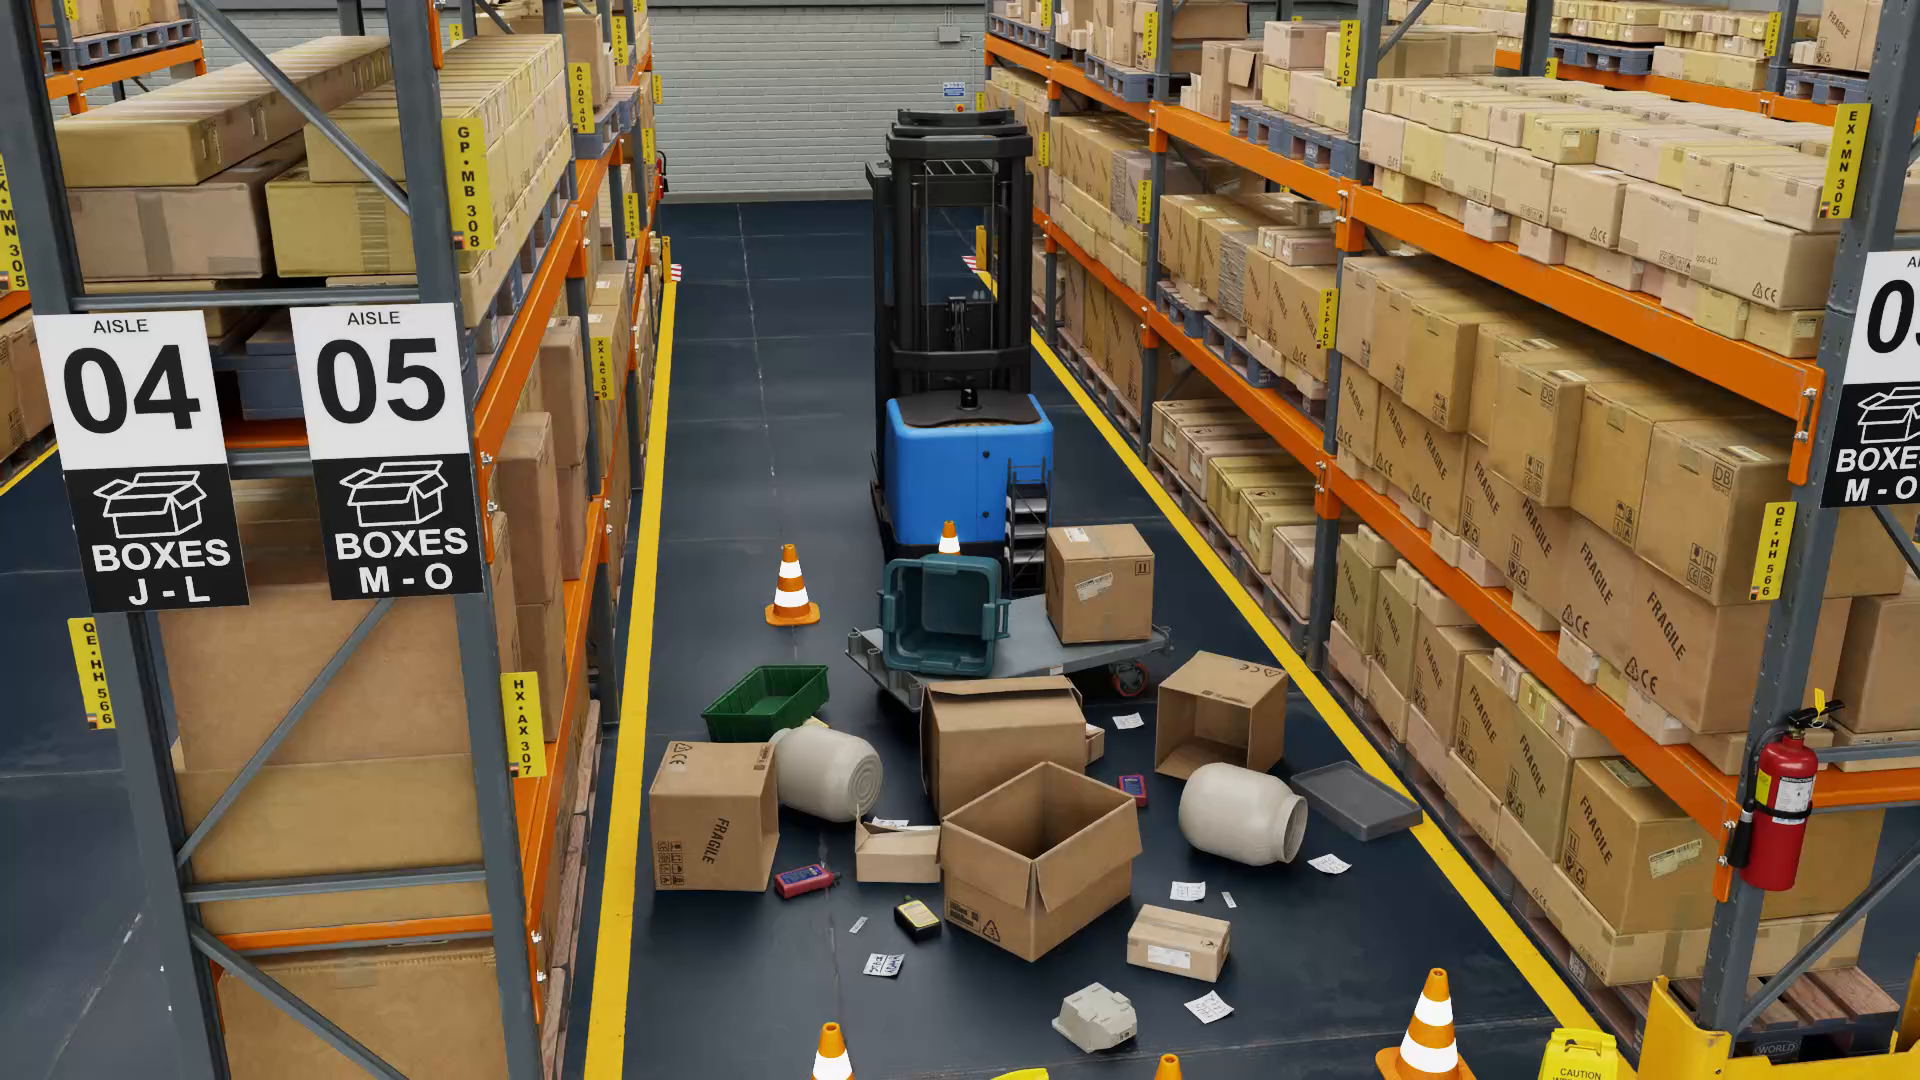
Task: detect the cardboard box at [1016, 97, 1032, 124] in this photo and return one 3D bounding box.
[{"bbox_3d":[0.887,-4.465,17.813,0.500,0.500,0.500,-3,21,-7],"label":"cardboard box"}]

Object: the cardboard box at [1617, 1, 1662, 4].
[{"bbox_3d":[6.550,-5.099,15.985,0.380,0.149,0.250,-3,21,-9],"label":"cardboard box"}]

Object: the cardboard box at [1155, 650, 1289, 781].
[{"bbox_3d":[1.337,0.930,8.507,0.500,0.500,0.500,12,24,29],"label":"cardboard box"}]

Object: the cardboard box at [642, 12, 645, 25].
[{"bbox_3d":[-3.620,-5.617,17.681,0.500,0.250,0.500,-3,21,-7],"label":"cardboard box"}]

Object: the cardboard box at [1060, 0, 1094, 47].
[{"bbox_3d":[1.216,-4.778,15.191,0.500,0.500,0.500,-3,21,-9],"label":"cardboard box"}]

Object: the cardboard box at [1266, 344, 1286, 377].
[{"bbox_3d":[2.089,-1.102,10.138,0.380,0.149,0.250,-3,21,-9],"label":"cardboard box"}]

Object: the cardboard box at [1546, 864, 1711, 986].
[{"bbox_3d":[2.720,1.523,6.682,0.500,0.250,0.500,-3,21,-8],"label":"cardboard box"}]

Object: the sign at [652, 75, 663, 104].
[{"bbox_3d":[-3.532,-5.261,19.407,0.100,0.325,0.005,-3,21,-8],"label":"sign"}]

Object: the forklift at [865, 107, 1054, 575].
[{"bbox_3d":[-0.078,-1.592,11.789,1.130,2.935,3.031,-3,21,-7],"label":"forklift"}]

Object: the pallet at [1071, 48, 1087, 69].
[{"bbox_3d":[1.557,-4.449,15.328,0.805,0.209,1.217,-4,21,-10],"label":"pallet"}]

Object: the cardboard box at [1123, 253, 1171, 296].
[{"bbox_3d":[1.623,-2.156,13.415,0.500,0.250,0.500,-4,21,-10],"label":"cardboard box"}]

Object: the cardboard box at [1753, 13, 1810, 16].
[{"bbox_3d":[6.954,-4.383,14.096,0.380,0.149,0.250,-2,21,-6],"label":"cardboard box"}]

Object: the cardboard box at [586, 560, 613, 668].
[{"bbox_3d":[-2.533,0.252,9.368,1.050,0.750,0.750,-3,21,-8],"label":"cardboard box"}]

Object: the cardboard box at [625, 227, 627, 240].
[{"bbox_3d":[-3.064,-2.665,14.323,0.380,0.149,0.250,-2,21,-5],"label":"cardboard box"}]

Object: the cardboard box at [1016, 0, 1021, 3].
[{"bbox_3d":[0.953,-6.261,19.376,0.500,0.250,0.500,-5,21,-13],"label":"cardboard box"}]

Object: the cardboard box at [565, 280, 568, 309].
[{"bbox_3d":[-2.508,-1.259,9.228,0.700,0.500,0.500,-3,21,-9],"label":"cardboard box"}]

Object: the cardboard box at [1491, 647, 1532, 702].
[{"bbox_3d":[2.544,0.576,7.218,0.380,0.149,0.250,-2,21,-5],"label":"cardboard box"}]

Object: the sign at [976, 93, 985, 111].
[{"bbox_3d":[0.250,-5.250,20.136,0.100,0.325,0.005,-3,21,-8],"label":"sign"}]

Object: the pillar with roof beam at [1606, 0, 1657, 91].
[{"bbox_3d":[2.819,-6.580,16.473,9.100,9.000,0.400,-3,21,-8],"label":"pillar with roof beam"}]

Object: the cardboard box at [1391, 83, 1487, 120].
[{"bbox_3d":[2.318,-2.126,8.053,0.380,0.149,0.250,-2,21,-6],"label":"cardboard box"}]

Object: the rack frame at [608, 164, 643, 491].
[{"bbox_3d":[-2.931,-1.779,12.193,1.000,3.000,0.127,-3,21,-8],"label":"rack frame"}]

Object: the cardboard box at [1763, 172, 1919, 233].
[{"bbox_3d":[2.765,-1.057,5.192,0.380,0.149,0.250,-3,21,-7],"label":"cardboard box"}]

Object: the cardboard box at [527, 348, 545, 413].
[{"bbox_3d":[-2.199,-0.462,6.910,0.875,0.550,0.550,-3,21,-8],"label":"cardboard box"}]

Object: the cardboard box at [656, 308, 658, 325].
[{"bbox_3d":[-3.280,-2.260,16.954,0.380,0.149,0.250,-2,21,-6],"label":"cardboard box"}]

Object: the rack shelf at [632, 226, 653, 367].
[{"bbox_3d":[-3.219,-2.135,14.173,1.077,0.370,4.000,-3,21,-8],"label":"rack shelf"}]

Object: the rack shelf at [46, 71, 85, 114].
[{"bbox_3d":[-8.142,-3.325,13.072,1.077,0.370,4.000,-3,21,-8],"label":"rack shelf"}]

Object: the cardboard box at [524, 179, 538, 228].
[{"bbox_3d":[-1.729,-1.200,5.972,0.380,0.149,0.250,-3,21,-7],"label":"cardboard box"}]

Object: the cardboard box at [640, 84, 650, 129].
[{"bbox_3d":[-3.536,-4.520,17.533,0.500,0.500,0.500,-4,21,-10],"label":"cardboard box"}]

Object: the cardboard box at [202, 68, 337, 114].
[{"bbox_3d":[-2.382,-1.542,5.746,0.380,0.149,0.250,-3,21,-7],"label":"cardboard box"}]

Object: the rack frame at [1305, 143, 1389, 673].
[{"bbox_3d":[2.529,-0.679,9.247,1.000,3.000,0.127,-3,21,-8],"label":"rack frame"}]

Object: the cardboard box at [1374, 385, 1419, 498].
[{"bbox_3d":[2.412,-0.526,8.270,0.500,0.500,0.500,-3,21,-8],"label":"cardboard box"}]

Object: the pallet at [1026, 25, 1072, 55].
[{"bbox_3d":[1.269,-5.096,16.913,1.003,0.211,1.213,-3,21,-8],"label":"pallet"}]

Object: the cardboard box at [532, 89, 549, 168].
[{"bbox_3d":[-1.887,-1.606,6.489,0.500,0.250,0.500,-3,21,-8],"label":"cardboard box"}]

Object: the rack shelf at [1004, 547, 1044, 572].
[{"bbox_3d":[0.424,0.116,10.697,0.258,0.077,0.200,-3,28,-7],"label":"rack shelf"}]

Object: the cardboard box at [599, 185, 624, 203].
[{"bbox_3d":[-3.069,-2.941,14.213,0.380,0.149,0.250,-4,21,-10],"label":"cardboard box"}]

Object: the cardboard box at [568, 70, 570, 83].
[{"bbox_3d":[-2.414,-2.639,9.656,0.396,0.266,0.258,-3,21,-8],"label":"cardboard box"}]

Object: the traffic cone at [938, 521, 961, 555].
[{"bbox_3d":[-0.066,0.101,10.785,0.336,0.463,0.334,-3,21,-8],"label":"traffic cone"}]

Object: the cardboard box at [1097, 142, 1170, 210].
[{"bbox_3d":[1.472,-3.094,14.142,0.500,0.500,0.500,-3,21,-8],"label":"cardboard box"}]

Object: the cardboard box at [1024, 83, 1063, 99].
[{"bbox_3d":[0.895,-4.804,17.793,0.380,0.149,0.250,-3,21,-9],"label":"cardboard box"}]

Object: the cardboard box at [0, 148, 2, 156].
[{"bbox_3d":[-8.243,-3.007,13.903,0.797,0.503,0.637,-3,21,-7],"label":"cardboard box"}]

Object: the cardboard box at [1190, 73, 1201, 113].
[{"bbox_3d":[1.867,-3.200,11.902,0.396,0.266,0.258,-3,21,-8],"label":"cardboard box"}]

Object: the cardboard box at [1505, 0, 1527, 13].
[{"bbox_3d":[5.977,-5.572,17.134,0.500,0.250,0.500,-3,21,-8],"label":"cardboard box"}]

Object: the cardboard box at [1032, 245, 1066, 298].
[{"bbox_3d":[1.262,-2.978,18.464,0.875,0.438,0.875,-4,21,-9],"label":"cardboard box"}]

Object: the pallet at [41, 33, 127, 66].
[{"bbox_3d":[-8.538,-4.596,15.575,1.003,0.211,1.213,-3,21,-8],"label":"pallet"}]

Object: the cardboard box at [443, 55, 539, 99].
[{"bbox_3d":[-1.805,-1.751,6.307,0.380,0.149,0.250,-3,21,-8],"label":"cardboard box"}]

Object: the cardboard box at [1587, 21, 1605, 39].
[{"bbox_3d":[6.087,-4.754,15.487,0.380,0.149,0.250,-3,21,-8],"label":"cardboard box"}]

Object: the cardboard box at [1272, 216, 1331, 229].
[{"bbox_3d":[2.453,-1.950,11.483,0.500,0.500,0.500,-4,21,-11],"label":"cardboard box"}]

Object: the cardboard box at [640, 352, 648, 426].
[{"bbox_3d":[-2.856,-1.237,13.712,0.500,0.500,0.500,-3,21,-7],"label":"cardboard box"}]

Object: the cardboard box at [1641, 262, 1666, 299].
[{"bbox_3d":[2.734,-0.960,6.072,0.380,0.149,0.250,-3,21,-7],"label":"cardboard box"}]

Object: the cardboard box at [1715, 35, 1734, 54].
[{"bbox_3d":[6.544,-4.131,13.846,0.380,0.149,0.250,-2,21,-7],"label":"cardboard box"}]

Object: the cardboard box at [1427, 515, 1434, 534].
[{"bbox_3d":[2.484,-0.083,8.009,0.380,0.149,0.250,-3,21,-8],"label":"cardboard box"}]

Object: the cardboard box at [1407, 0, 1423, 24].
[{"bbox_3d":[5.598,-6.217,19.577,0.500,0.250,0.500,-3,21,-7],"label":"cardboard box"}]

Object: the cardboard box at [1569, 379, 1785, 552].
[{"bbox_3d":[2.751,-0.290,6.209,0.700,0.500,0.500,-3,21,-7],"label":"cardboard box"}]

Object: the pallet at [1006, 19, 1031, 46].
[{"bbox_3d":[1.096,-5.518,18.042,1.003,0.211,1.213,-3,21,-8],"label":"pallet"}]

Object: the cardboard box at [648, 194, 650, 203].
[{"bbox_3d":[-3.463,-3.615,17.466,0.380,0.149,0.250,-2,21,-5],"label":"cardboard box"}]

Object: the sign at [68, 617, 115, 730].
[{"bbox_3d":[-2.317,0.360,4.472,0.100,0.325,0.005,-3,21,-8],"label":"sign"}]

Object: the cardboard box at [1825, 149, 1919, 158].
[{"bbox_3d":[3.229,-1.265,5.747,0.380,0.149,0.250,-3,21,-8],"label":"cardboard box"}]

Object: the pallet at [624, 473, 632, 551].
[{"bbox_3d":[-2.892,-0.196,11.940,1.003,0.211,1.213,-3,21,-8],"label":"pallet"}]

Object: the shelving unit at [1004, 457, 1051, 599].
[{"bbox_3d":[0.427,-0.074,10.599,0.258,0.900,0.210,-3,28,-7],"label":"shelving unit"}]
